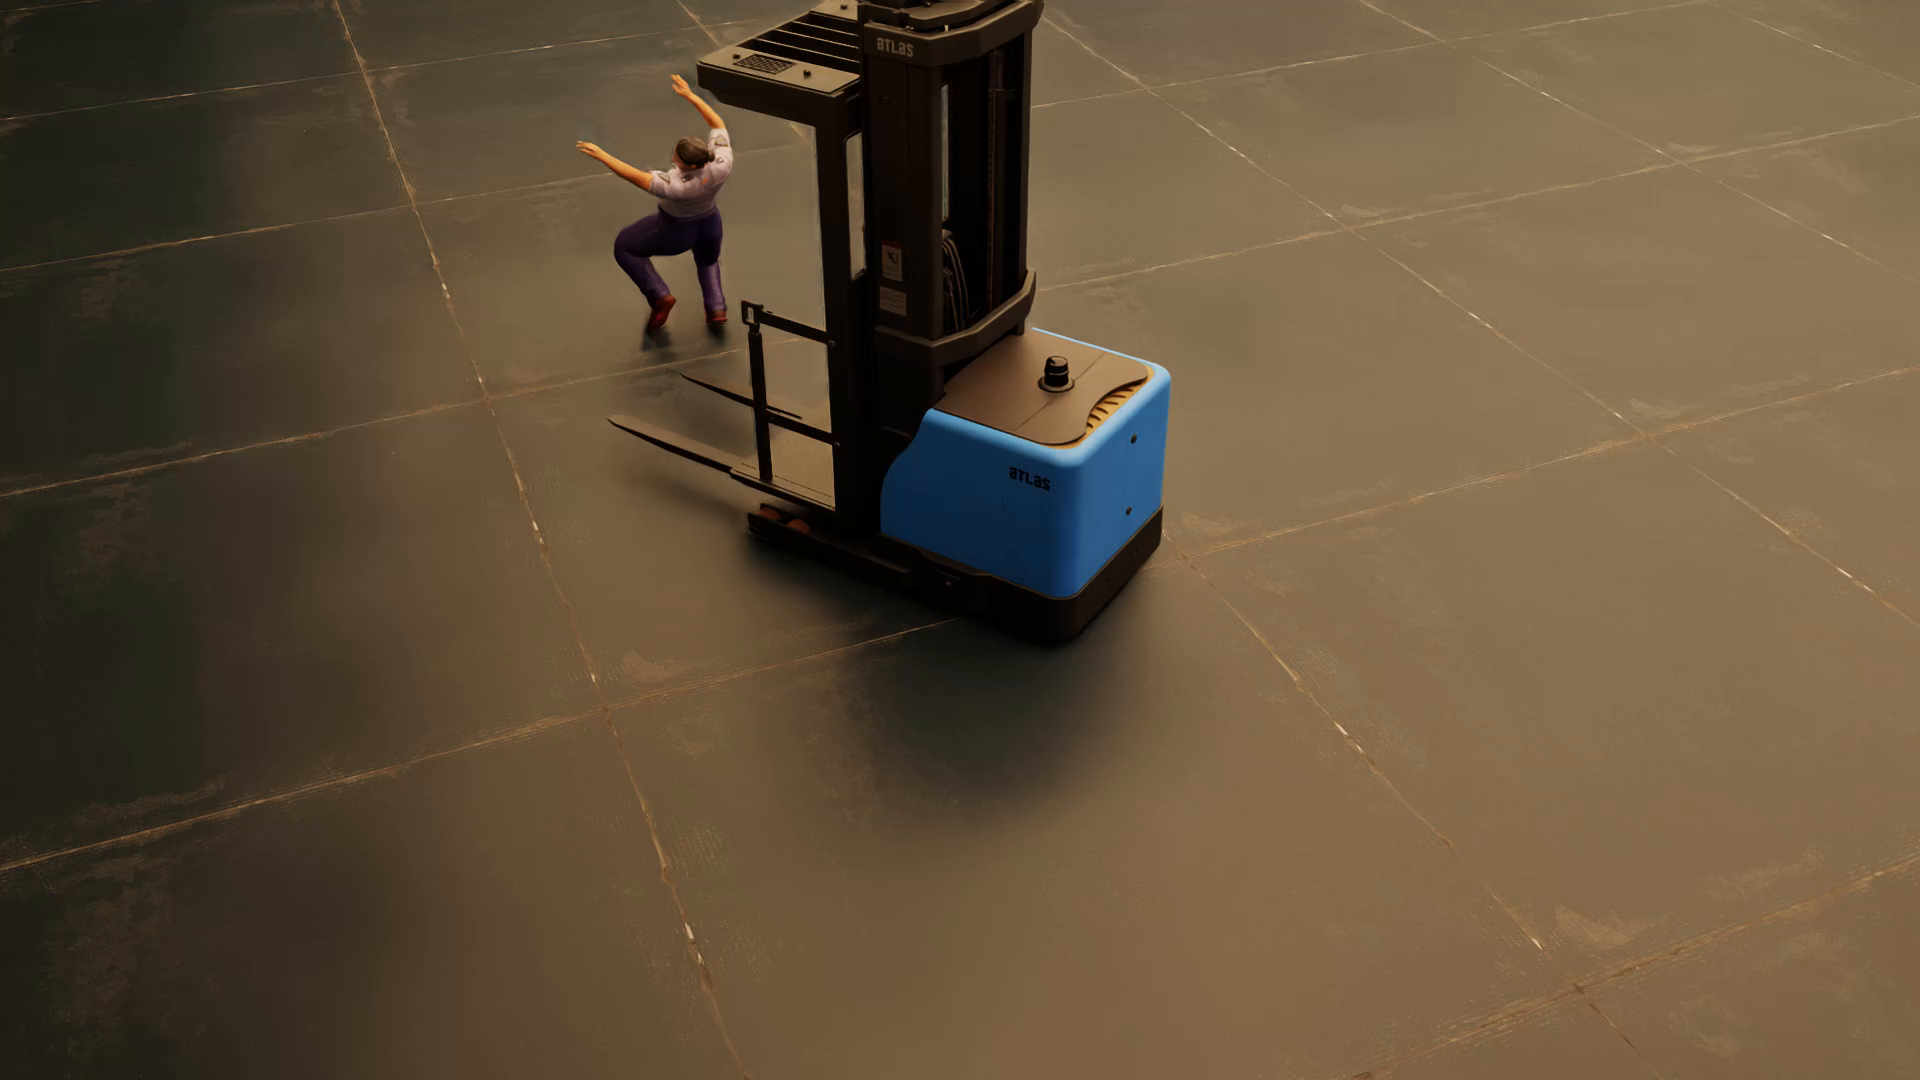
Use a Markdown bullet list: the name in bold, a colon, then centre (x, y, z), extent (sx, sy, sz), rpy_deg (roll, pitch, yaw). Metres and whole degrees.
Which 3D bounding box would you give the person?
- **person**: centre (-1.829, -1.942, 10.040), extent (0.992, 1.579, 0.764), rpy_deg (-23, 41, -28)

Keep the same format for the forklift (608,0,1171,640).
- **forklift**: centre (-0.493, -1.370, 8.025), extent (3.031, 2.935, 1.130), rpy_deg (20, 40, 26)
